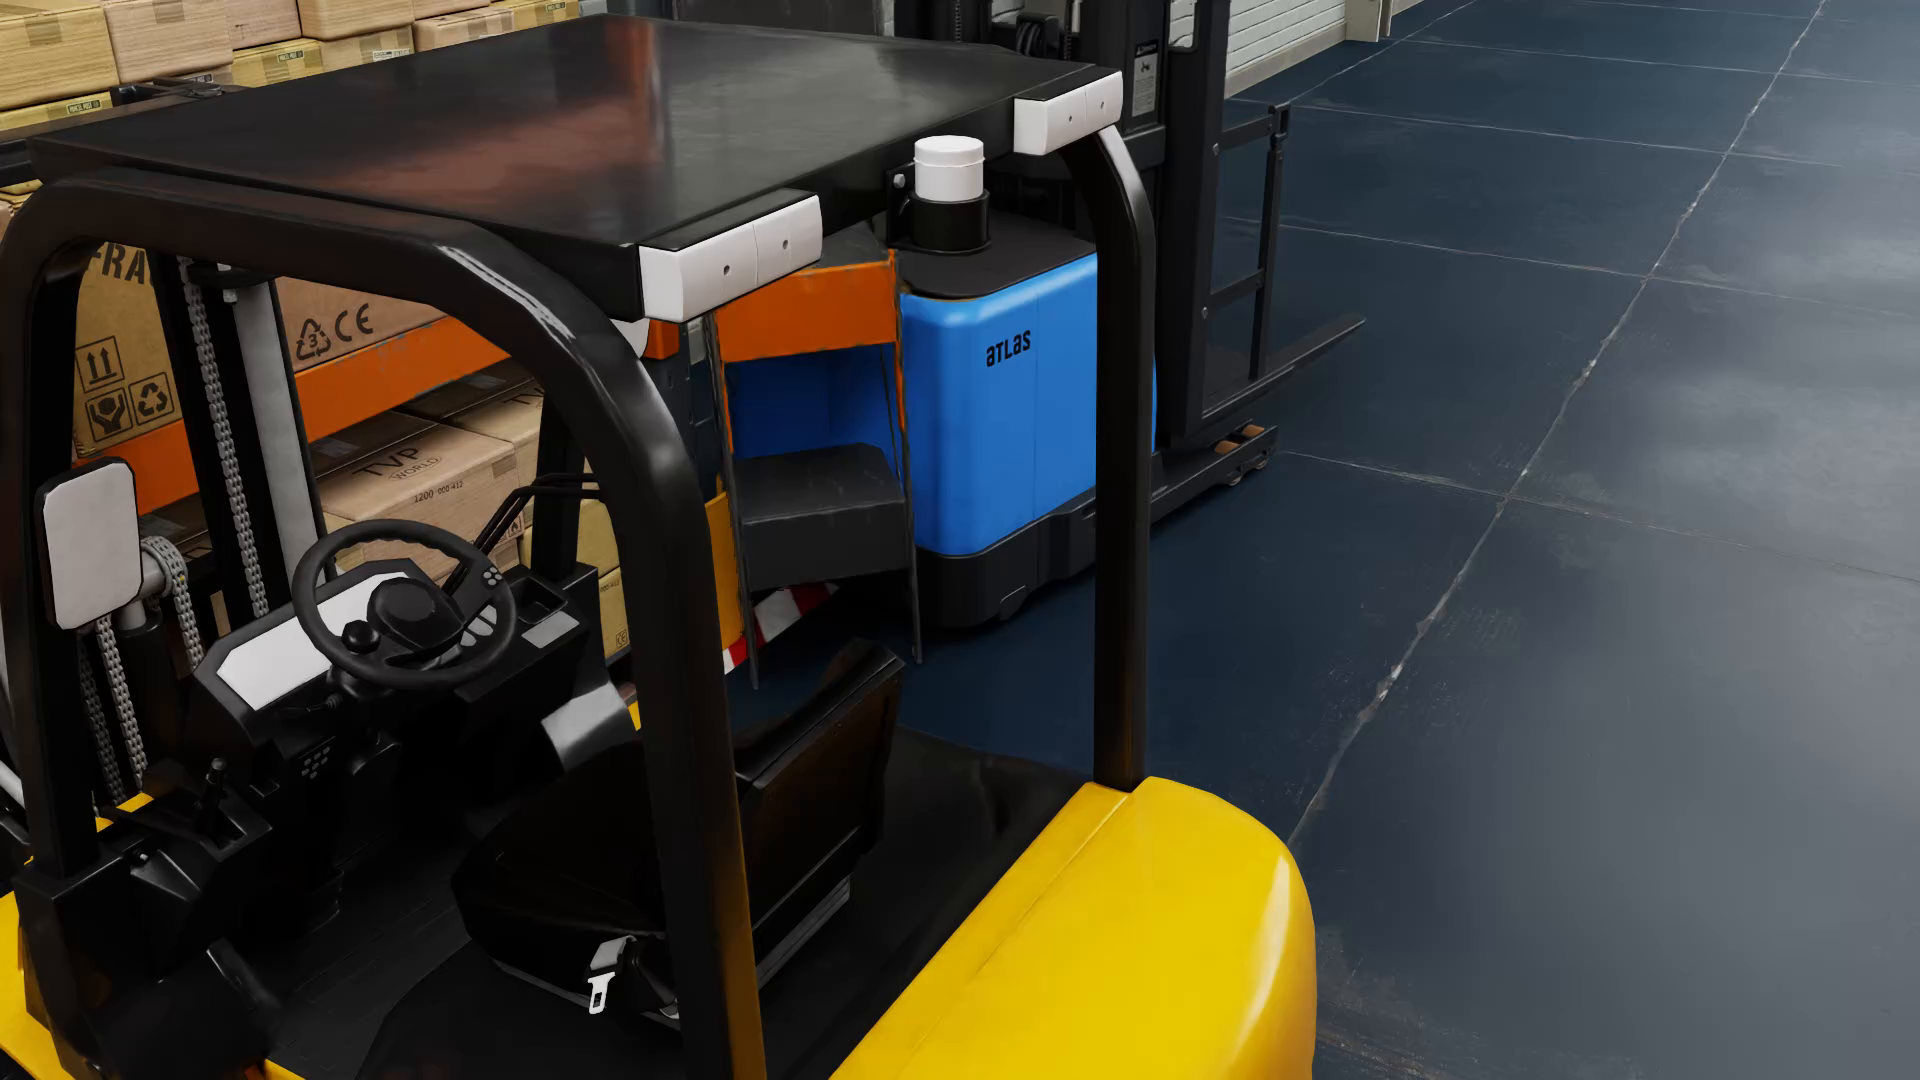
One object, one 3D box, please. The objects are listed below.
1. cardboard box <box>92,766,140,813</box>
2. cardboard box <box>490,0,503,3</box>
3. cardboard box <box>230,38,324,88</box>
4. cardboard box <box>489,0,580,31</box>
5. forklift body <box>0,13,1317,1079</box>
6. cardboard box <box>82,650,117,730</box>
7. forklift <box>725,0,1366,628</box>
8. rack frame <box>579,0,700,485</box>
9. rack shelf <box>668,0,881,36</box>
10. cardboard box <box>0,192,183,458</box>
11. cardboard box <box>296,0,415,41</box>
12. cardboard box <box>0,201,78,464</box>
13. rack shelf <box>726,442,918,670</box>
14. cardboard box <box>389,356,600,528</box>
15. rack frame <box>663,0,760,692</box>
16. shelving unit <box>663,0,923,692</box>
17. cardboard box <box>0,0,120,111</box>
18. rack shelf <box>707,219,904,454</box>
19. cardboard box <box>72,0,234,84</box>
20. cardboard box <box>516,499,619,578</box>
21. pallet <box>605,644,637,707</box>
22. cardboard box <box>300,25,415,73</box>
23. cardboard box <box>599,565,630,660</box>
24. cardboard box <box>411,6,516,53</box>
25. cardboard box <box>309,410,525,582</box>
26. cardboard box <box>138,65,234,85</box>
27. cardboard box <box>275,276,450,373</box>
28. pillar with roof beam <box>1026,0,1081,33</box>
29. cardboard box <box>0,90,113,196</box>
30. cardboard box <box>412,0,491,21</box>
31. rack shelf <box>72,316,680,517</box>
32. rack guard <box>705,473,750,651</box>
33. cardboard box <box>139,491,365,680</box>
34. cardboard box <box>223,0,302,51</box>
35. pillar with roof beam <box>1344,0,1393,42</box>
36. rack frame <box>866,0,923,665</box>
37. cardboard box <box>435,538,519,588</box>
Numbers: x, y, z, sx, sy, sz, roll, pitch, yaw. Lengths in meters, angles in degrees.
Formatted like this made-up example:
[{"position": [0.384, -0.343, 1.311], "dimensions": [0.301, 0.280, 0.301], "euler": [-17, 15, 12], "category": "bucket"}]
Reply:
[{"position": [-1.942, 0.539, 3.367], "dimensions": [0.500, 0.250, 0.500], "euler": [14, 30, 26], "category": "cardboard box"}, {"position": [-1.226, -1.413, 4.053], "dimensions": [0.380, 0.149, 0.250], "euler": [14, 30, 26], "category": "cardboard box"}, {"position": [-1.573, -0.981, 3.523], "dimensions": [0.380, 0.149, 0.250], "euler": [14, 30, 26], "category": "cardboard box"}, {"position": [-1.160, -1.269, 4.098], "dimensions": [0.380, 0.149, 0.250], "euler": [15, 30, 27], "category": "cardboard box"}, {"position": [-0.578, 0.389, 2.570], "dimensions": [2.313, 2.155, 1.214], "euler": [14, 30, 26], "category": "forklift body"}, {"position": [-1.930, 0.307, 3.272], "dimensions": [0.500, 0.250, 0.500], "euler": [14, 30, 25], "category": "cardboard box"}, {"position": [0.545, -1.634, 5.741], "dimensions": [1.130, 2.935, 3.031], "euler": [20, 33, 34], "category": "forklift"}, {"position": [-1.233, -1.131, 4.659], "dimensions": [1.000, 3.000, 0.127], "euler": [14, 30, 26], "category": "rack frame"}, {"position": [-0.469, -1.199, 4.229], "dimensions": [0.480, 0.518, 0.431], "euler": [-9, 30, -10], "category": "rack shelf"}, {"position": [-1.762, -0.526, 3.339], "dimensions": [0.500, 0.500, 0.500], "euler": [14, 30, 25], "category": "cardboard box"}, {"position": [-1.426, -1.202, 3.632], "dimensions": [0.380, 0.149, 0.250], "euler": [15, 30, 27], "category": "cardboard box"}, {"position": [-2.000, -0.328, 2.943], "dimensions": [0.500, 0.500, 0.500], "euler": [14, 30, 26], "category": "cardboard box"}, {"position": [-0.415, 0.021, 4.914], "dimensions": [0.480, 0.518, 0.431], "euler": [-9, 30, -10], "category": "rack shelf"}, {"position": [-1.188, -0.288, 4.461], "dimensions": [0.500, 0.250, 0.500], "euler": [15, 30, 28], "category": "cardboard box"}, {"position": [-0.680, -0.565, 4.520], "dimensions": [0.015, 2.100, 0.400], "euler": [-9, 30, -10], "category": "rack frame"}, {"position": [-0.443, -0.601, 4.565], "dimensions": [0.503, 2.100, 0.431], "euler": [-9, 30, -10], "category": "shelving unit"}, {"position": [-1.767, -0.893, 3.015], "dimensions": [0.380, 0.149, 0.250], "euler": [15, 30, 27], "category": "cardboard box"}, {"position": [-0.442, -0.589, 4.571], "dimensions": [0.480, 0.518, 0.431], "euler": [-9, 30, -10], "category": "rack shelf"}, {"position": [-1.644, -0.995, 3.219], "dimensions": [0.380, 0.149, 0.250], "euler": [15, 30, 27], "category": "cardboard box"}, {"position": [-1.201, -0.054, 4.552], "dimensions": [0.500, 0.250, 0.500], "euler": [14, 30, 25], "category": "cardboard box"}, {"position": [-1.573, 0.423, 4.669], "dimensions": [1.003, 0.211, 1.213], "euler": [14, 30, 26], "category": "pallet"}, {"position": [-1.441, -1.075, 3.711], "dimensions": [0.380, 0.149, 0.250], "euler": [15, 30, 27], "category": "cardboard box"}, {"position": [-1.189, 0.163, 4.675], "dimensions": [0.500, 0.250, 0.500], "euler": [14, 30, 26], "category": "cardboard box"}, {"position": [-1.260, -1.163, 3.886], "dimensions": [0.380, 0.149, 0.250], "euler": [15, 30, 27], "category": "cardboard box"}, {"position": [-1.434, -0.088, 4.061], "dimensions": [0.500, 0.250, 0.500], "euler": [15, 30, 27], "category": "cardboard box"}, {"position": [-1.663, -0.867, 3.294], "dimensions": [0.380, 0.149, 0.250], "euler": [13, 29, 24], "category": "cardboard box"}, {"position": [-1.510, -0.726, 3.738], "dimensions": [0.500, 0.500, 0.500], "euler": [15, 30, 28], "category": "cardboard box"}, {"position": [4.339, -5.131, 5.948], "dimensions": [9.100, 9.000, 0.400], "euler": [14, 30, 26], "category": "pillar with roof beam"}, {"position": [-1.770, -0.764, 3.089], "dimensions": [0.380, 0.149, 0.250], "euler": [14, 30, 26], "category": "cardboard box"}, {"position": [-1.320, -1.310, 3.847], "dimensions": [0.380, 0.149, 0.250], "euler": [14, 30, 26], "category": "cardboard box"}, {"position": [-2.217, -0.030, 3.263], "dimensions": [1.077, 0.370, 4.000], "euler": [14, 30, 26], "category": "rack shelf"}, {"position": [-1.222, -0.023, 5.237], "dimensions": [1.175, 0.500, 0.348], "euler": [14, 30, 26], "category": "rack guard"}, {"position": [-1.674, 0.111, 3.663], "dimensions": [0.500, 0.250, 0.500], "euler": [15, 30, 27], "category": "cardboard box"}, {"position": [-1.613, -1.121, 3.471], "dimensions": [0.380, 0.149, 0.250], "euler": [14, 30, 26], "category": "cardboard box"}, {"position": [7.291, -7.470, 10.619], "dimensions": [9.100, 9.000, 0.400], "euler": [14, 30, 26], "category": "pillar with roof beam"}, {"position": [-0.205, -0.636, 4.609], "dimensions": [0.015, 2.100, 0.400], "euler": [-9, 30, -10], "category": "rack frame"}, {"position": [-1.457, 0.139, 4.166], "dimensions": [0.500, 0.250, 0.500], "euler": [14, 30, 26], "category": "cardboard box"}]
